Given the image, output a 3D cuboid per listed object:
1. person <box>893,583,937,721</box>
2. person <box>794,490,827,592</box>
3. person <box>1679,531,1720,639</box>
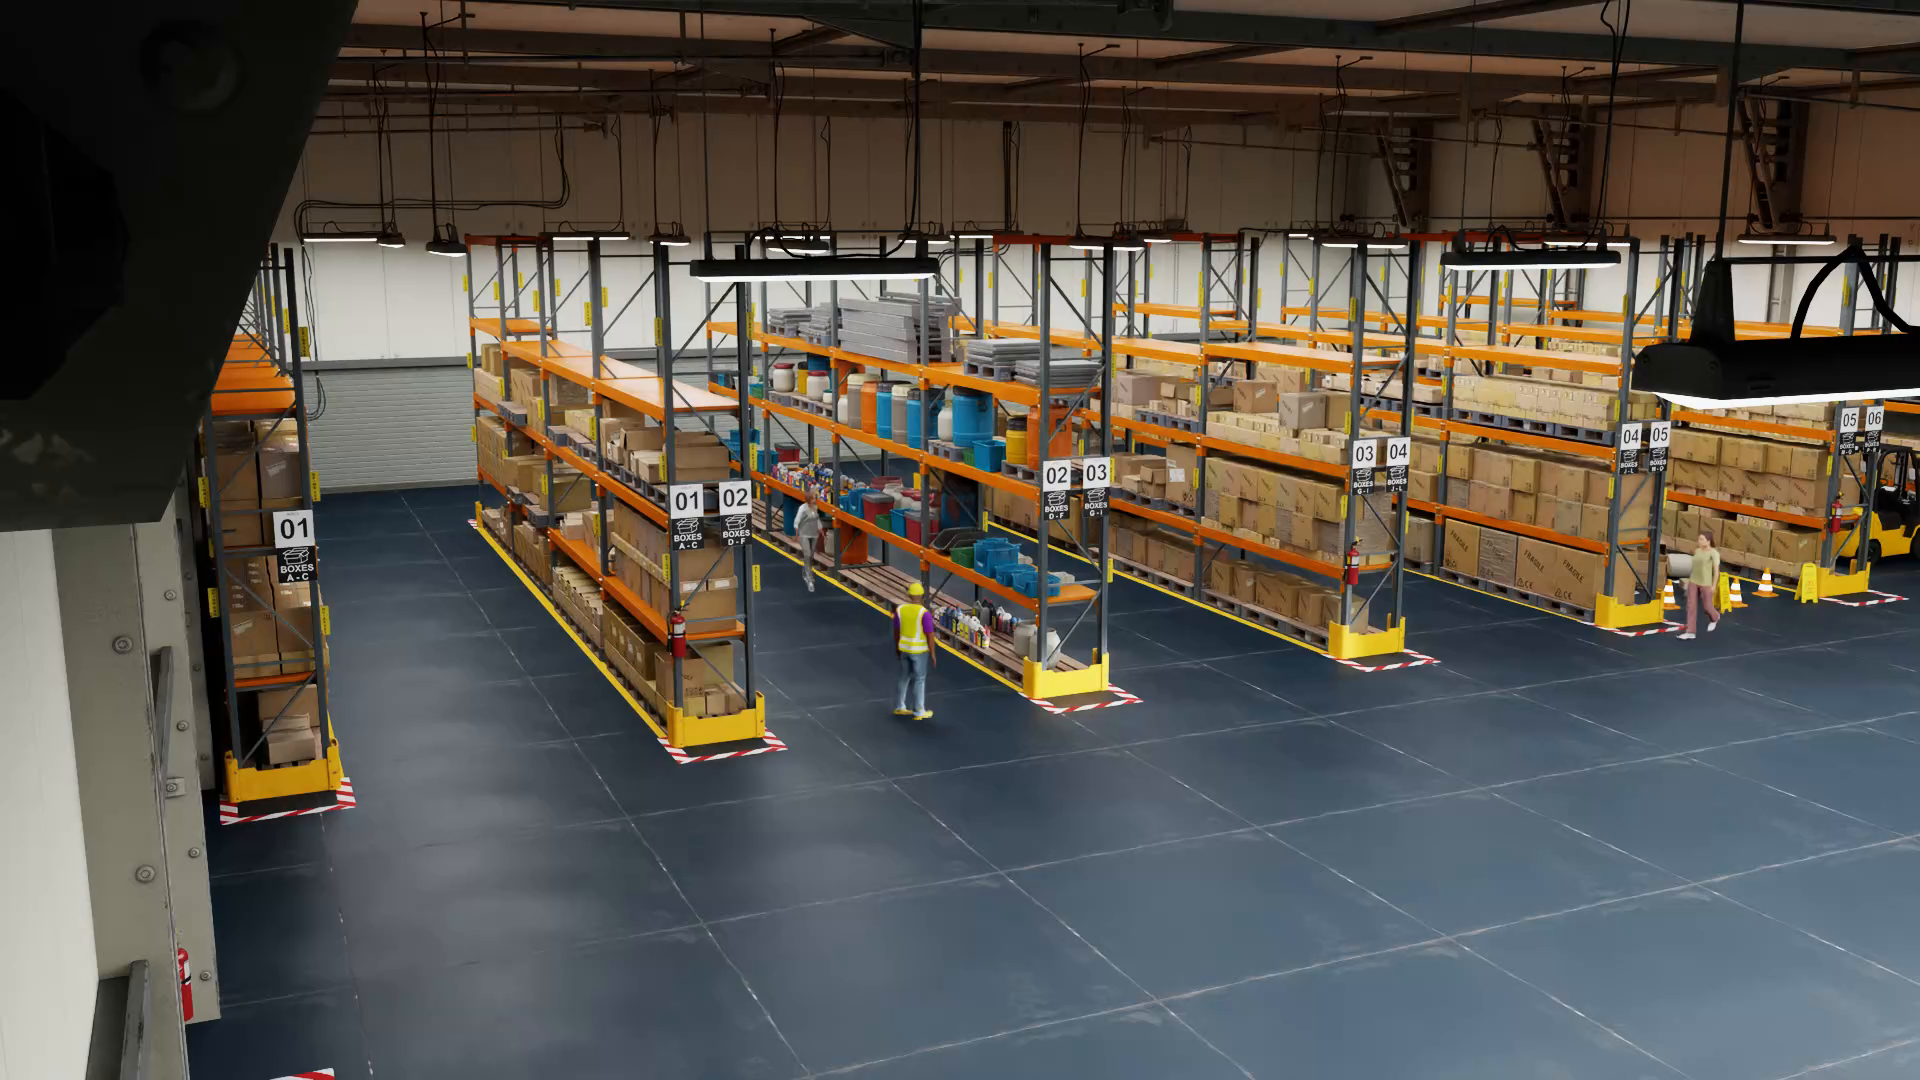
[{"bbox_3d":[-0.553,1.424,21.216,0.628,1.791,0.420,11,15,44],"label":"person"},{"bbox_3d":[-2.488,-0.017,27.521,0.499,1.632,0.677,-6,12,-28],"label":"person"},{"bbox_3d":[11.319,0.672,25.299,0.445,1.656,0.785,10,15,42],"label":"person"}]
